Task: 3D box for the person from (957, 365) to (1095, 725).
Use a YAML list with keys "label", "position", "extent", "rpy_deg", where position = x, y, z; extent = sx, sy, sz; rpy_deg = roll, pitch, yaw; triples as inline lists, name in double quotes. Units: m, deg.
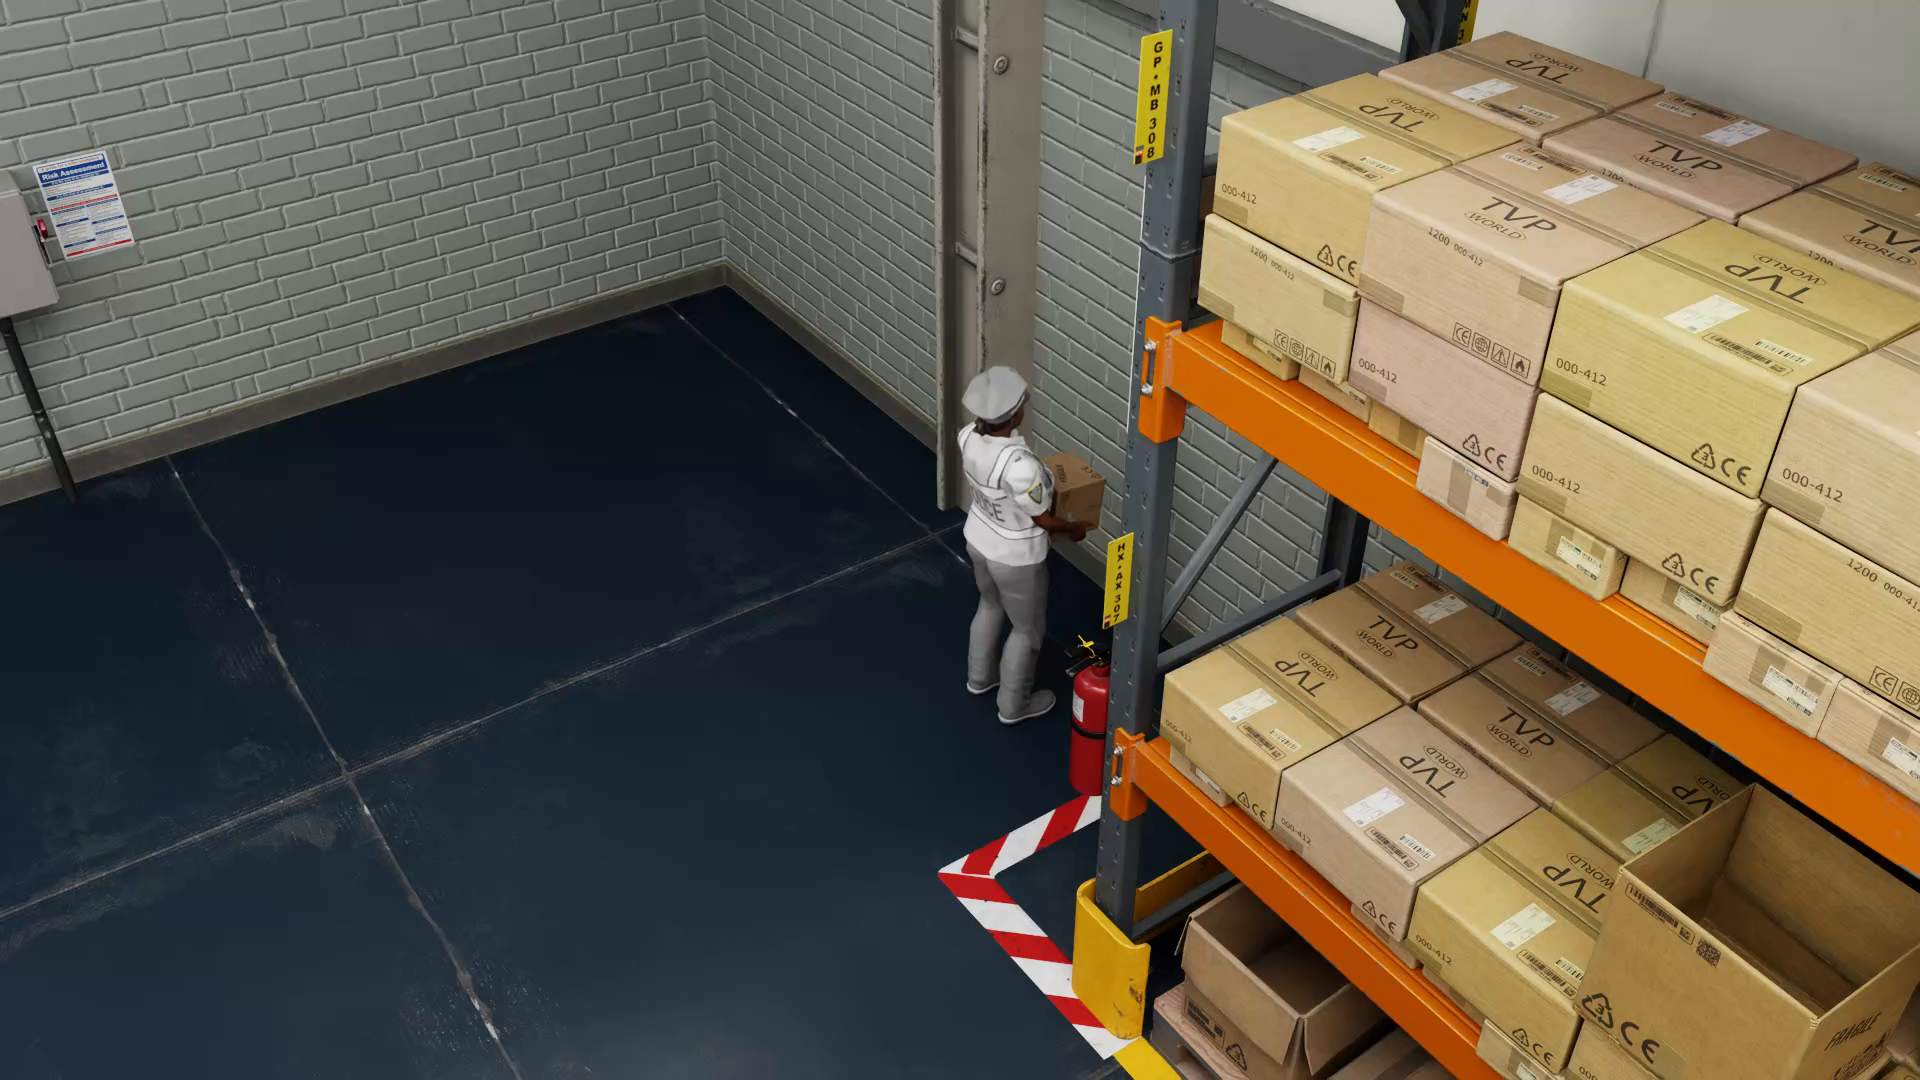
- label: "person"
  position: [0.270, 0.007, 6.977]
  extent: [0.530, 1.683, 0.450]
  rpy_deg: [-22, 42, -27]
